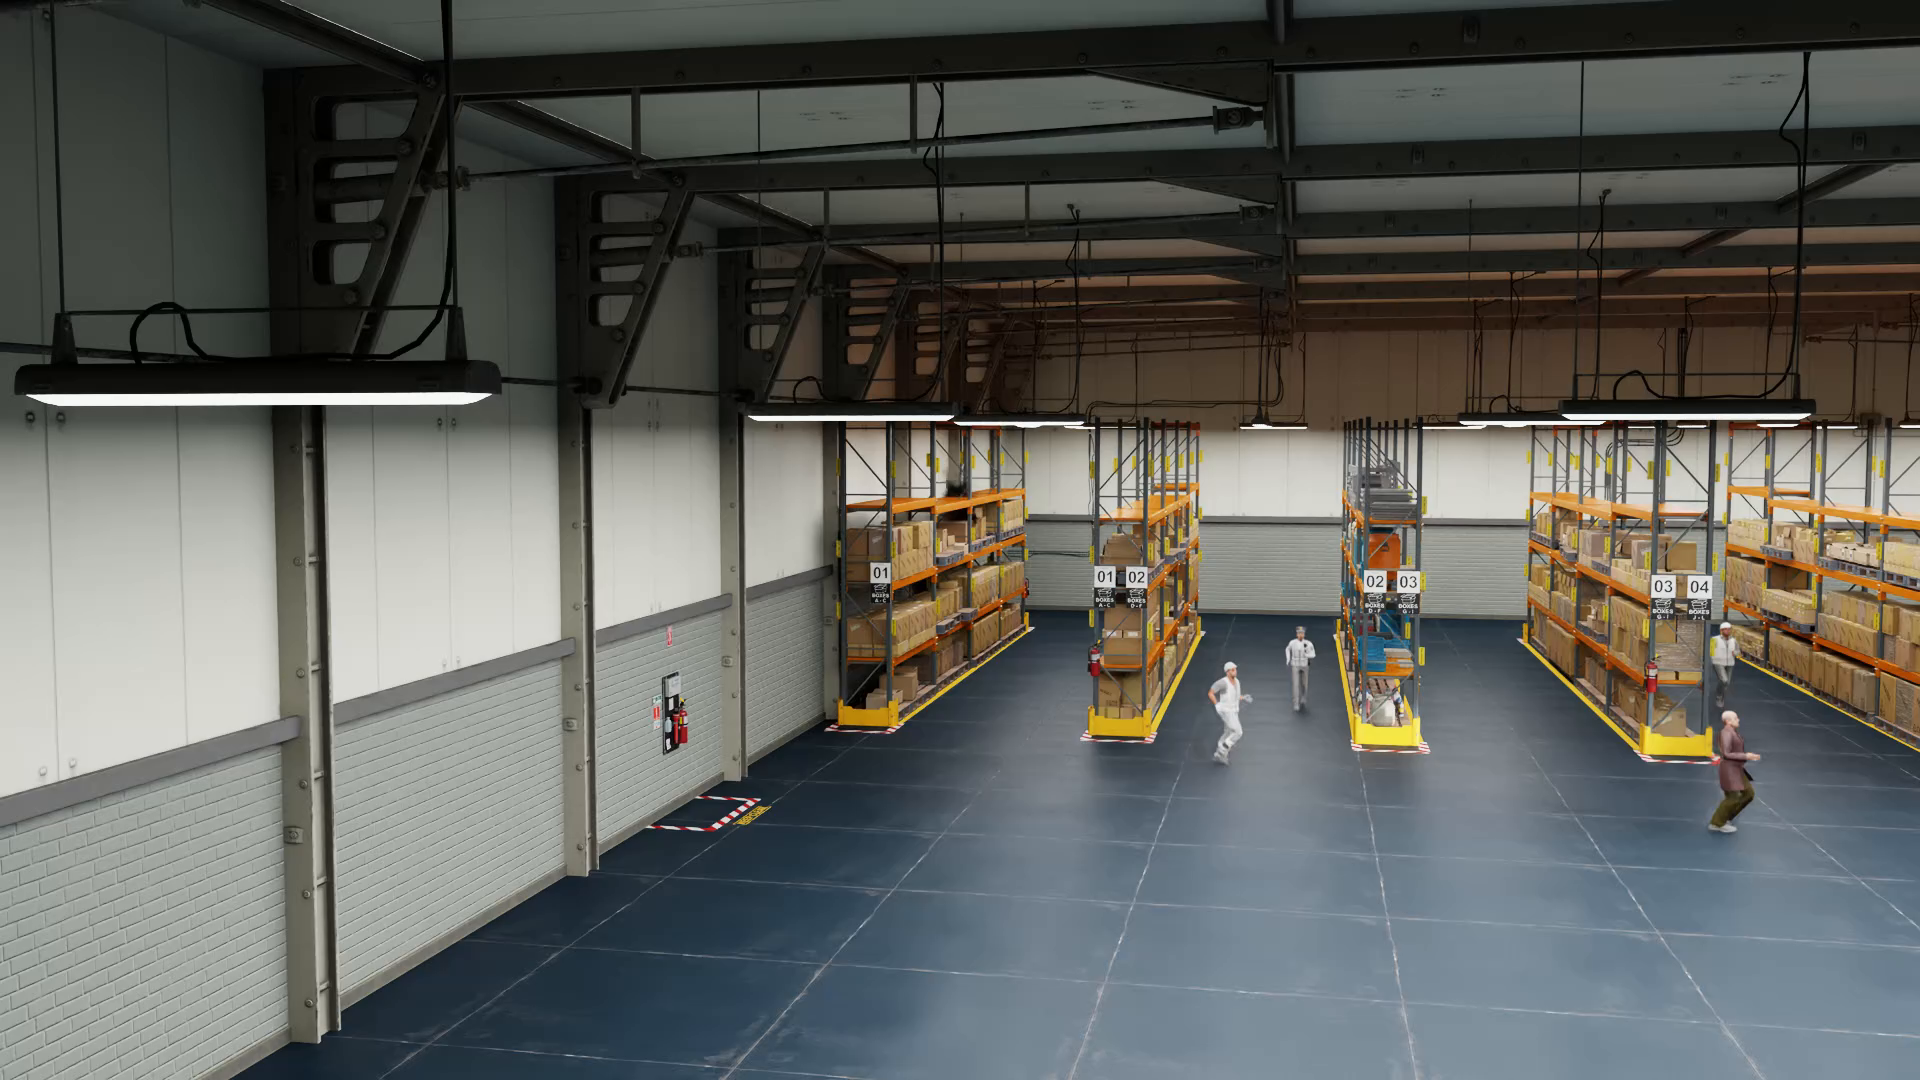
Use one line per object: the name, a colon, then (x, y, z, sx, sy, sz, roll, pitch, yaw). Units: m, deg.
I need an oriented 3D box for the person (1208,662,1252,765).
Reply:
person: (4.677, 2.982, 28.595, 0.667, 1.770, 0.624, 3, 5, 39)

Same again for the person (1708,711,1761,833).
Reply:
person: (11.035, 3.311, 23.642, 0.675, 1.765, 0.694, 3, 5, 35)

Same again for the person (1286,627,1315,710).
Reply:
person: (7.037, 2.622, 34.400, 0.610, 1.686, 0.936, 1, 4, 13)

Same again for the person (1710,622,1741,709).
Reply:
person: (15.863, 2.603, 34.525, 0.640, 1.795, 0.696, 0, 4, -2)
